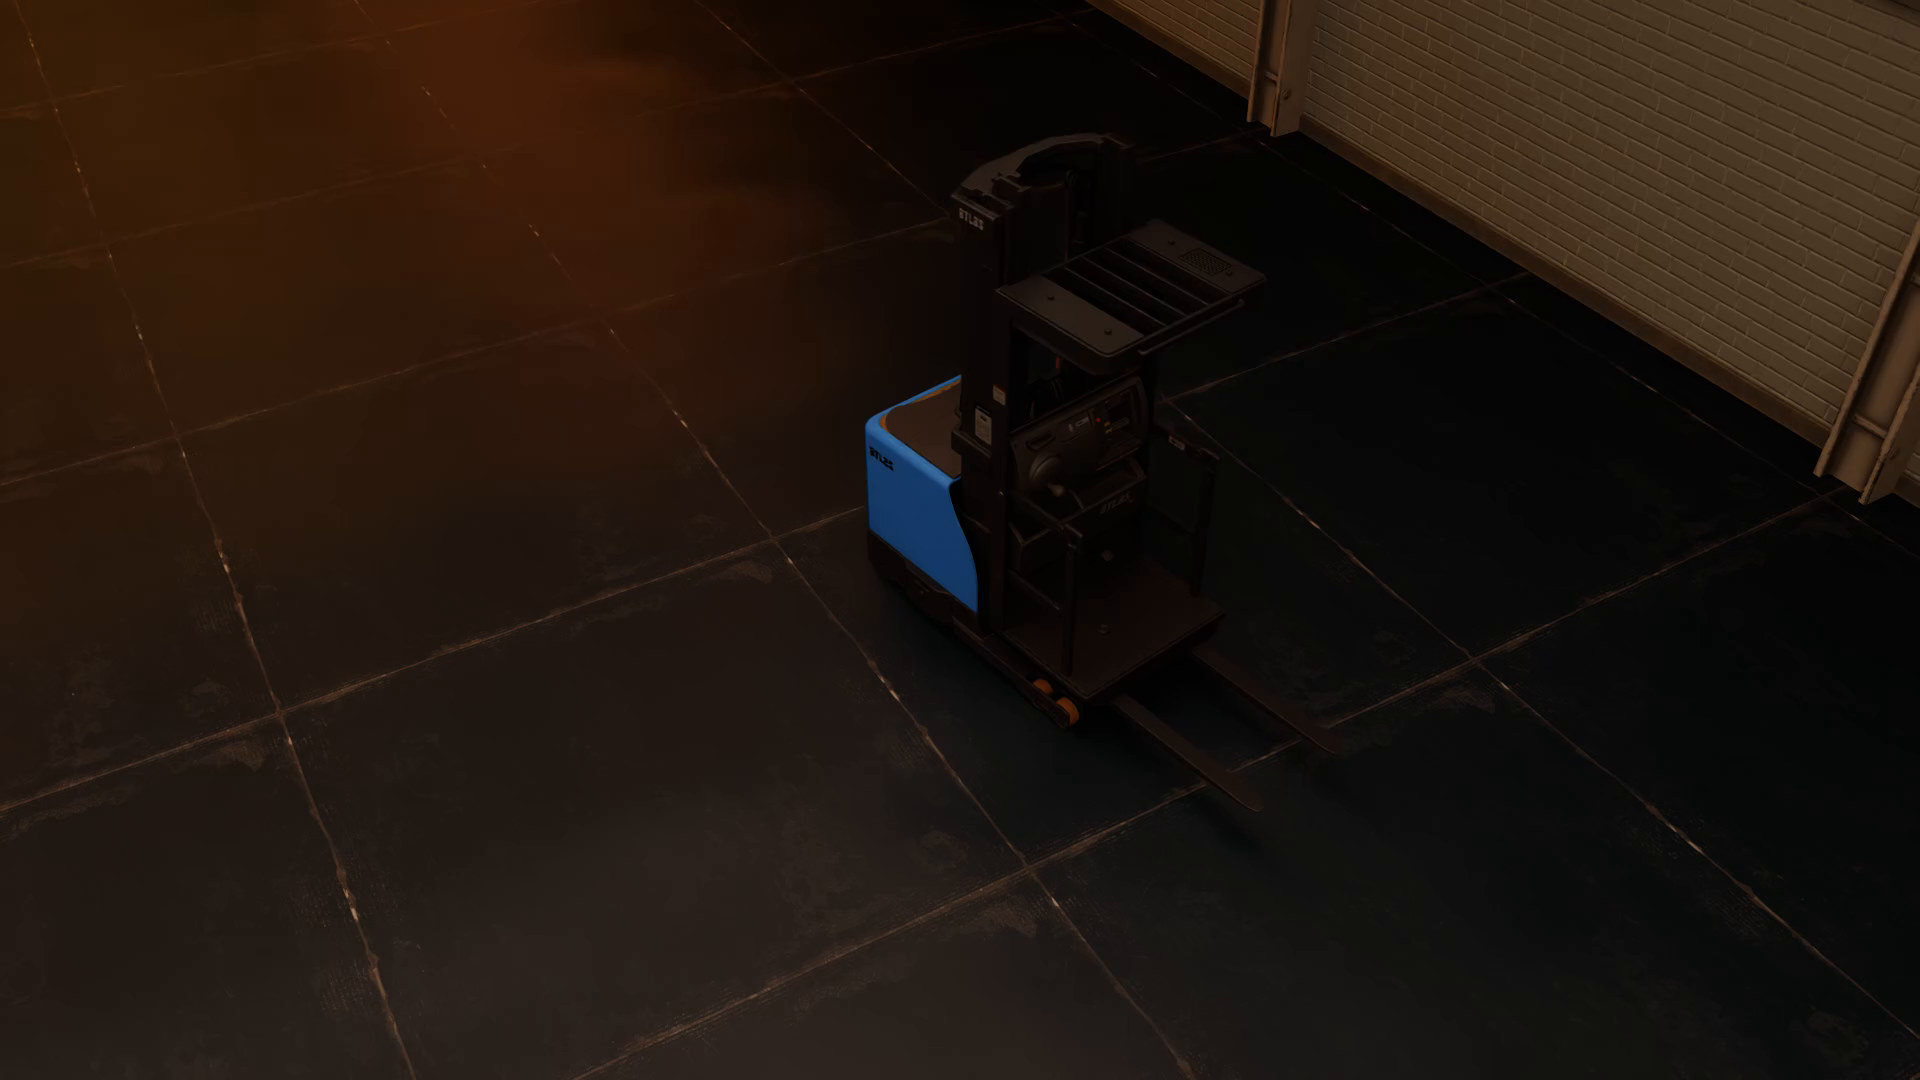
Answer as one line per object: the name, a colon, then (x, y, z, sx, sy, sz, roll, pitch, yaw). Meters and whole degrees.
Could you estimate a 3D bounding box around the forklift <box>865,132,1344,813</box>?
forklift: (0.773, -0.467, 8.599, 1.130, 2.935, 3.031, -28, 47, -30)

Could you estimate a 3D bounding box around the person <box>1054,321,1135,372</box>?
person: (0.860, -0.863, 10.105, 0.766, 1.627, 0.374, 23, 45, 25)
